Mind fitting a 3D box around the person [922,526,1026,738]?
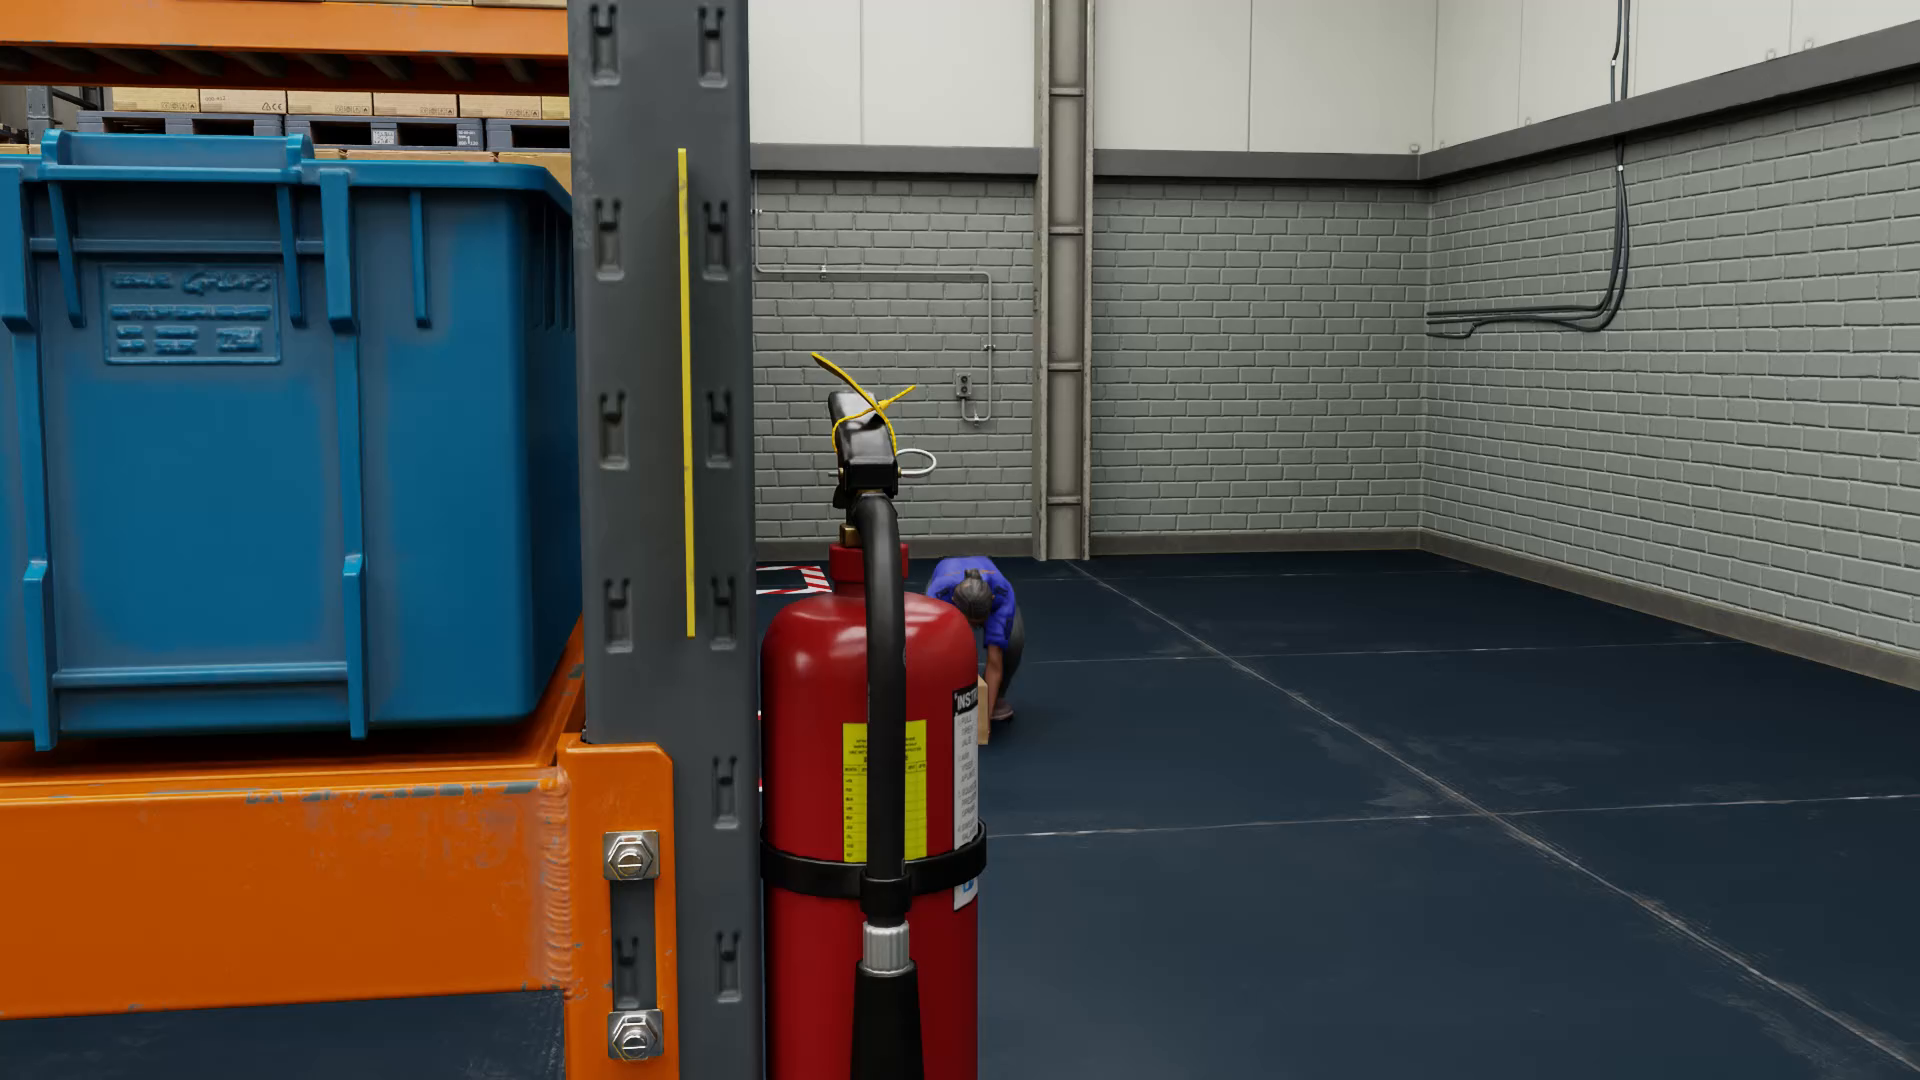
[{"bbox_3d":[0.033,0.376,7.199,0.504,0.835,0.861,-1,7,-6],"label":"person"}]
